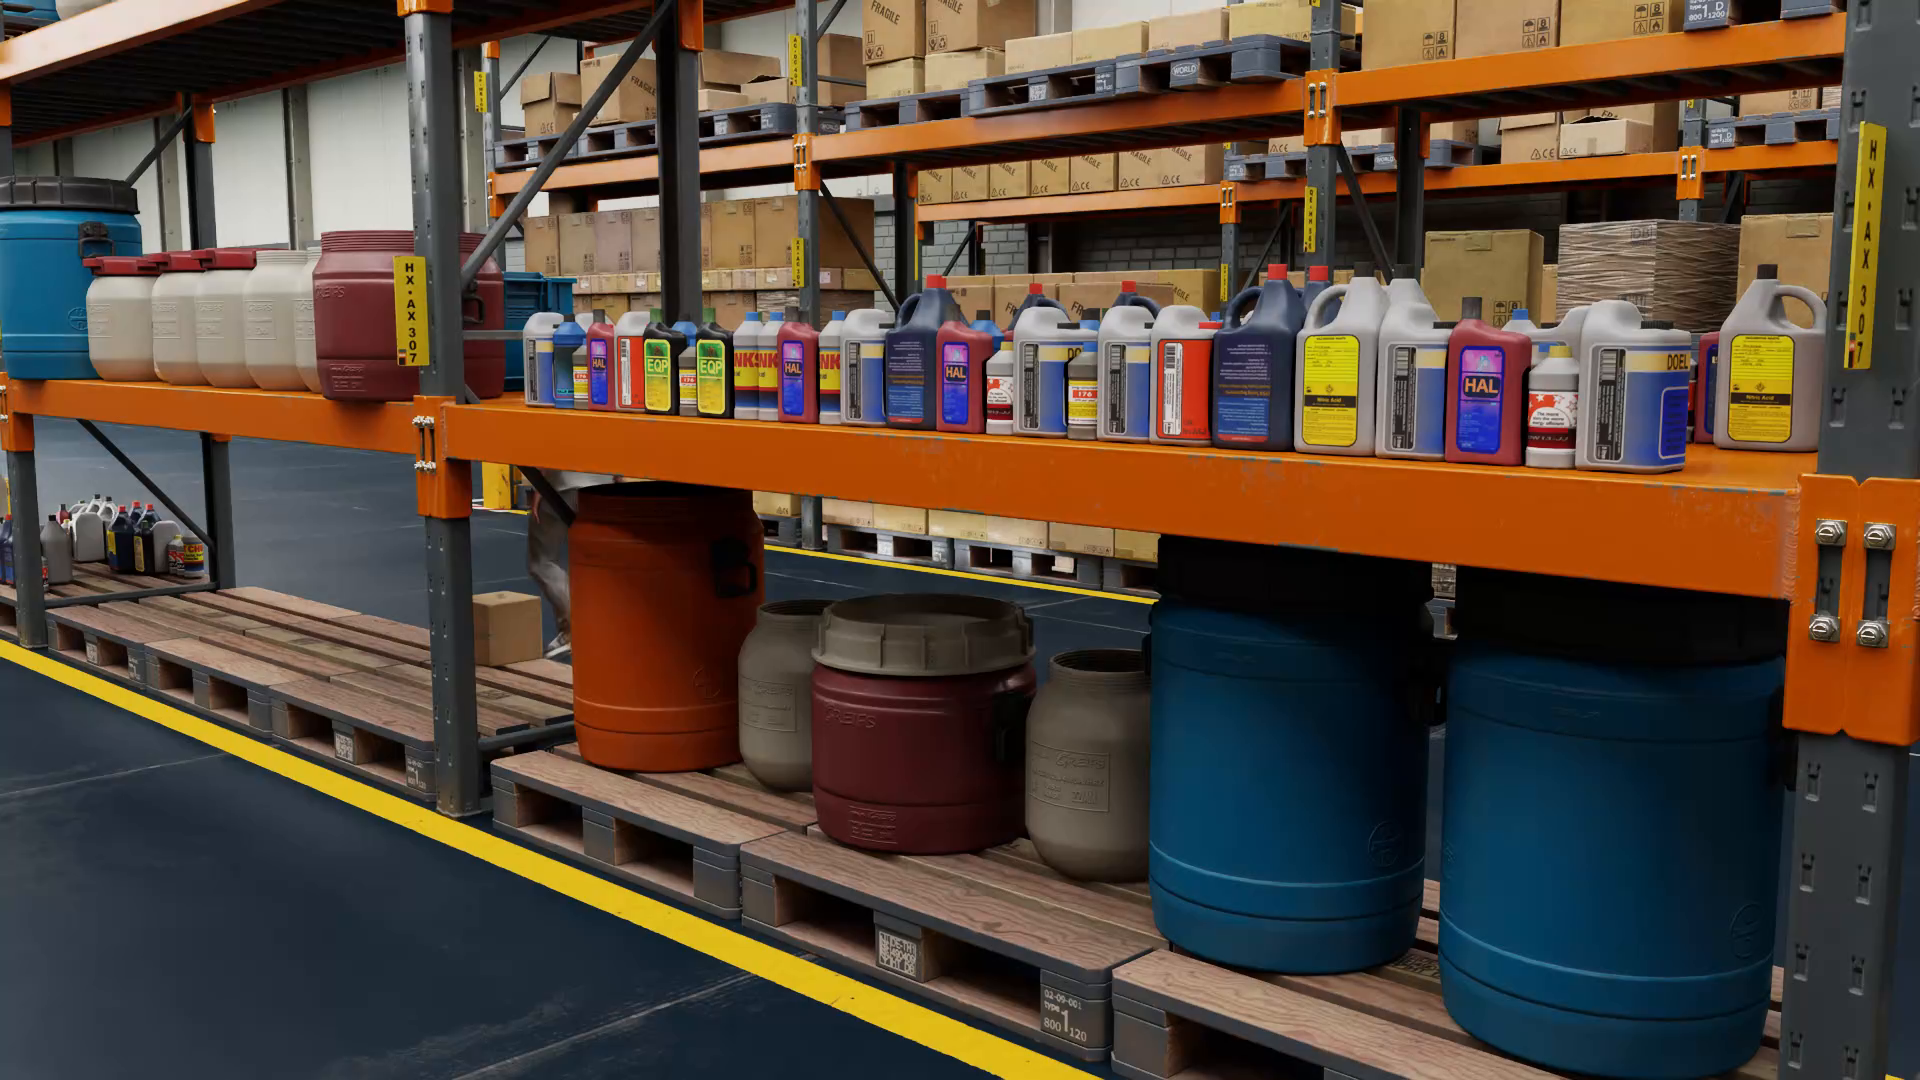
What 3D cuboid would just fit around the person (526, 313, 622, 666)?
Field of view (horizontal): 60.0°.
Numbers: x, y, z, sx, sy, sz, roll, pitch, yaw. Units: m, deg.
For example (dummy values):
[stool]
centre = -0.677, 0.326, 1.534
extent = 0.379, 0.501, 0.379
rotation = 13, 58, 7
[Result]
[person]
centre = -1.666, -0.191, 7.263
extent = 0.477, 1.589, 0.470
rotation = -5, 9, -34
